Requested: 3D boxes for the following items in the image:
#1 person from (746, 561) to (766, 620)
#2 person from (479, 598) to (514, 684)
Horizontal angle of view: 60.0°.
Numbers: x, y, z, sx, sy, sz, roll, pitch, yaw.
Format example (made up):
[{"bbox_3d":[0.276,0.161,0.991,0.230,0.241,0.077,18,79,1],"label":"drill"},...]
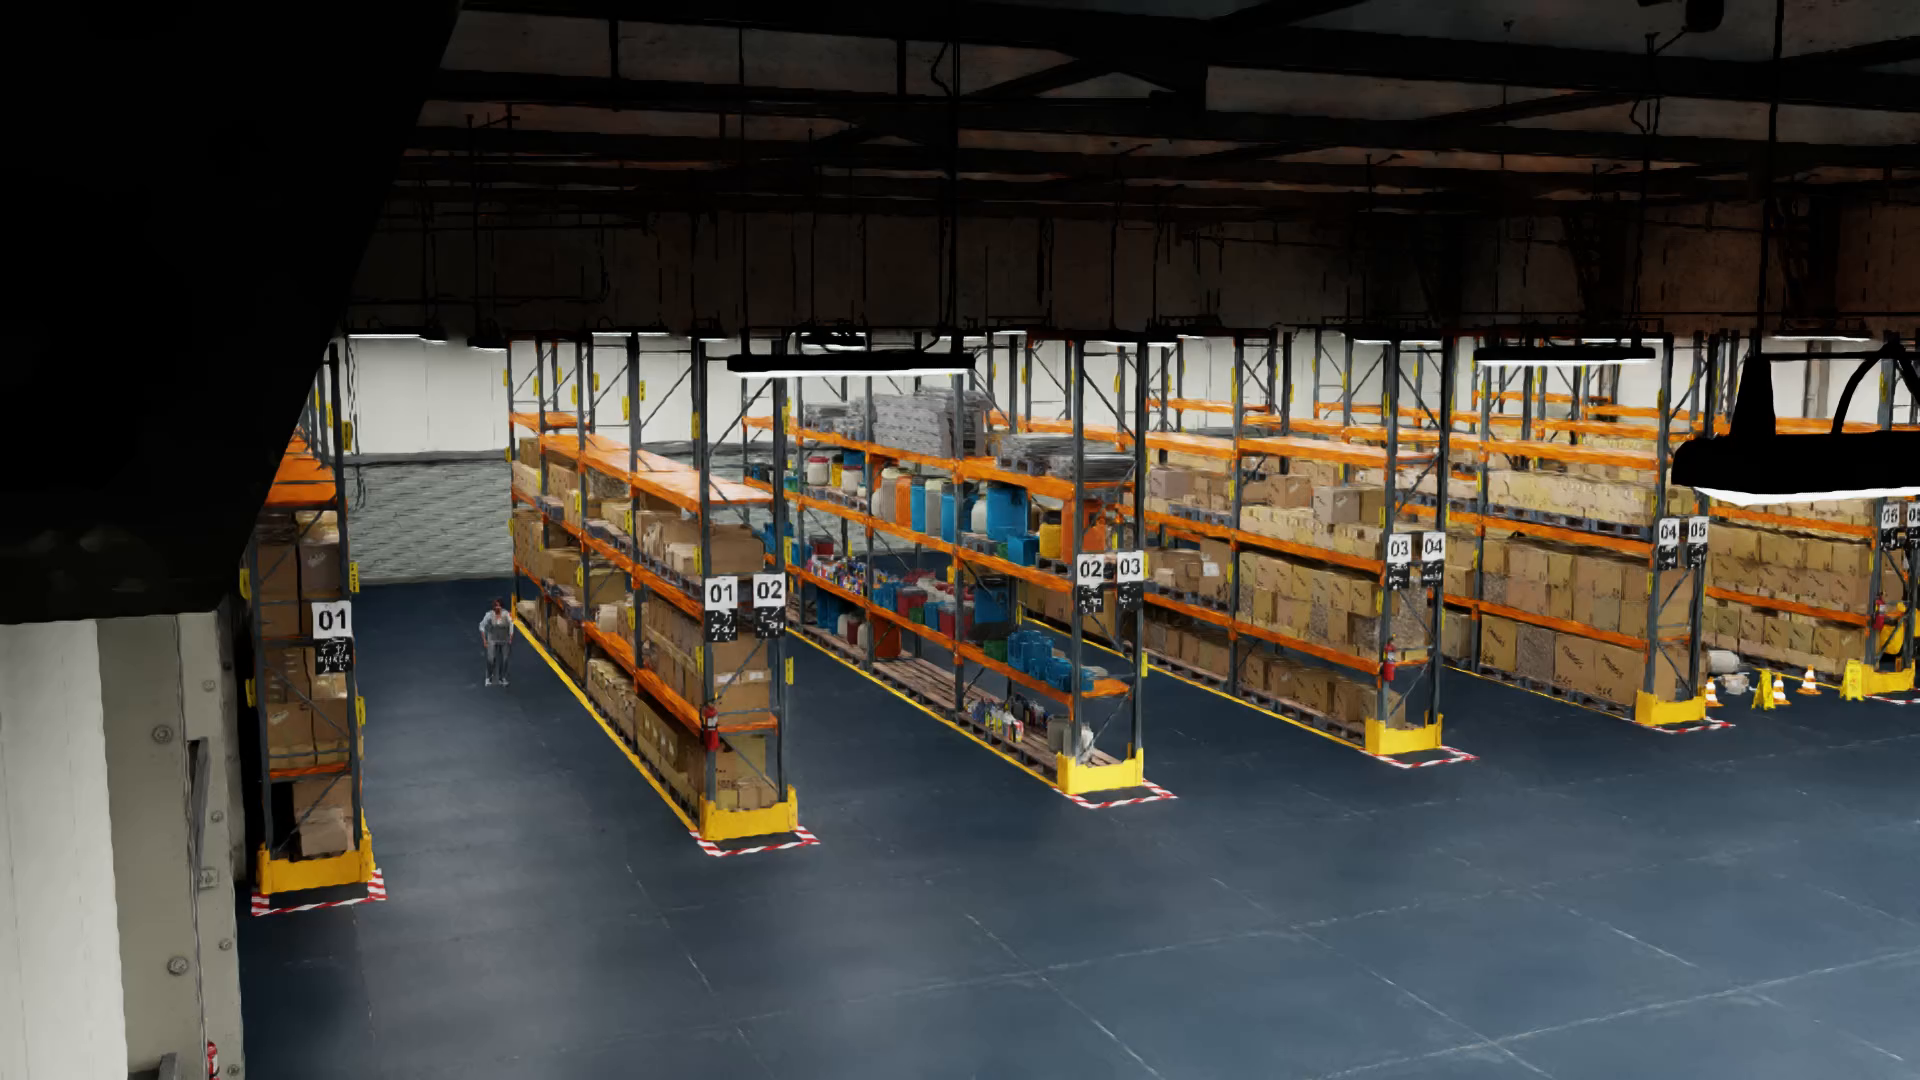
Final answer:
[{"bbox_3d":[-4.261,0.828,34.492,0.474,1.630,0.915,-1,8,-6],"label":"person"},{"bbox_3d":[-7.897,1.725,28.368,0.566,1.541,0.519,-4,9,-25],"label":"person"}]
